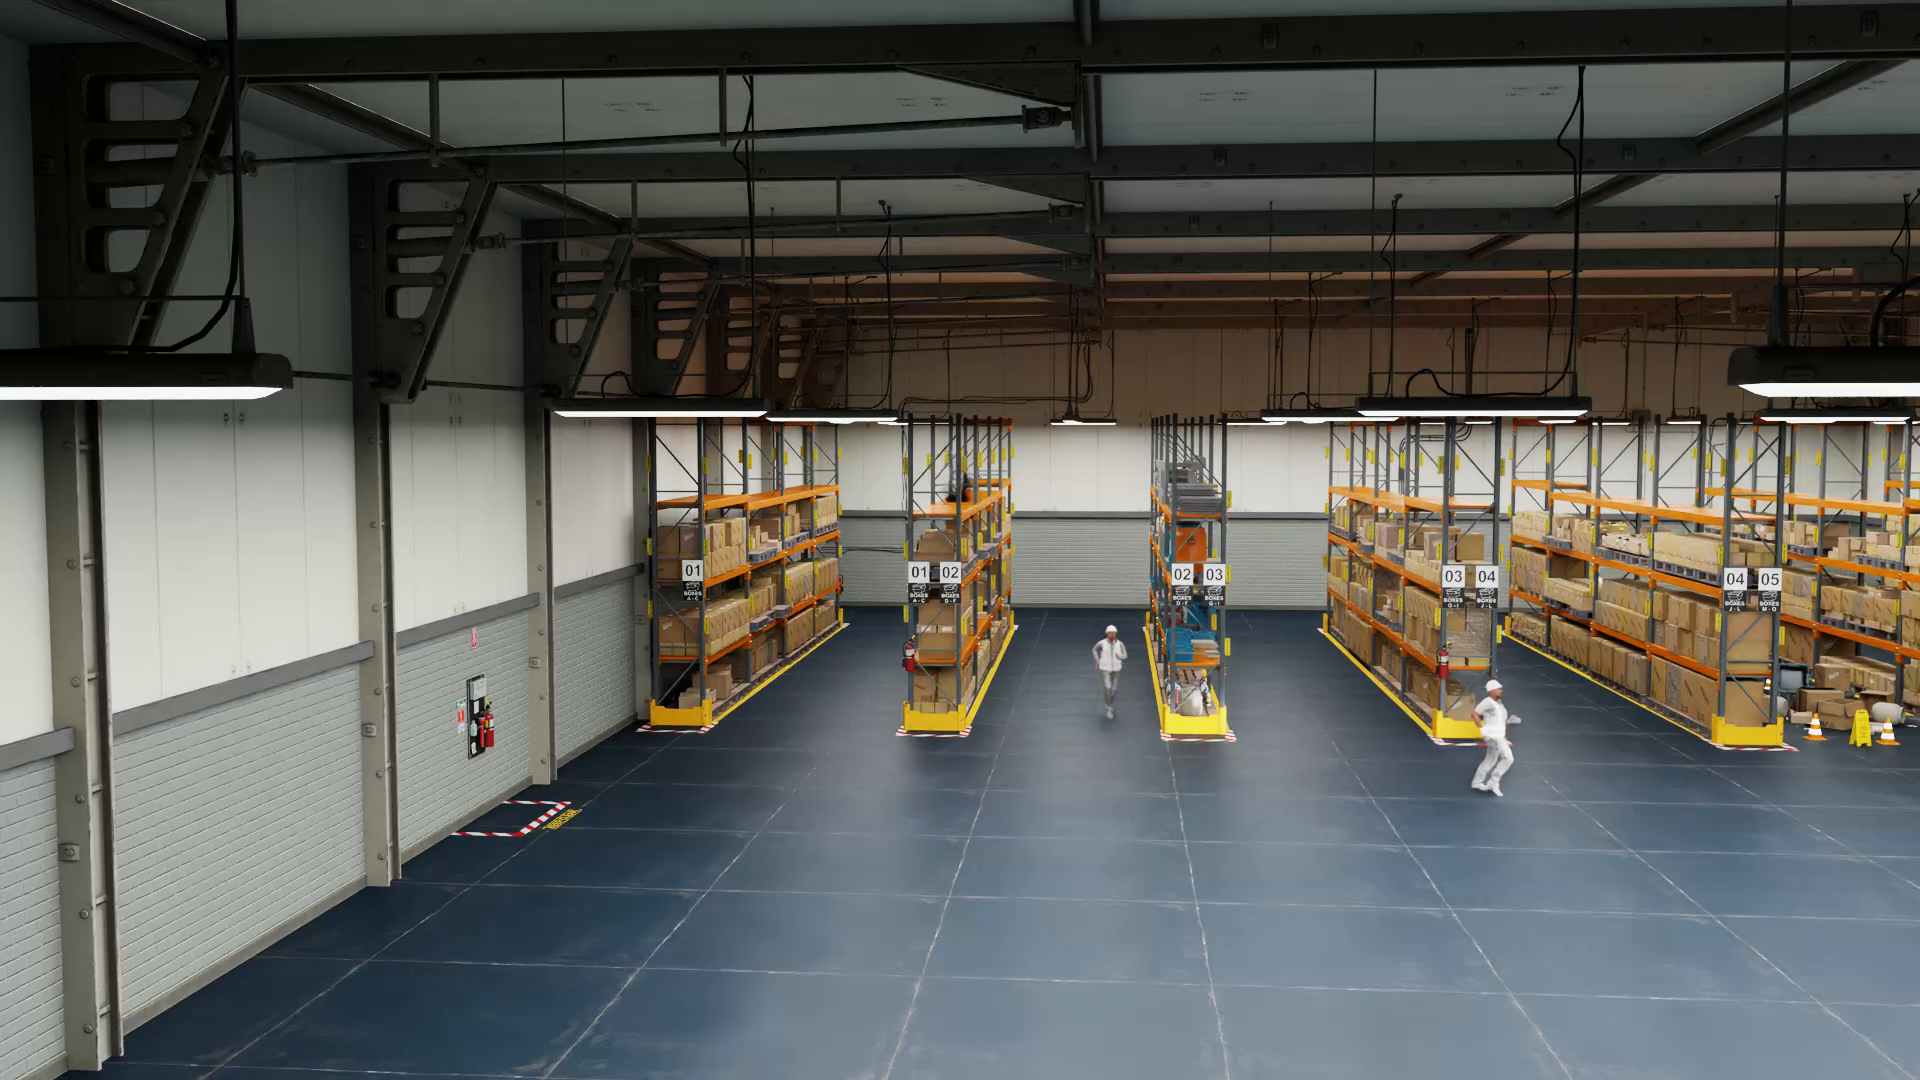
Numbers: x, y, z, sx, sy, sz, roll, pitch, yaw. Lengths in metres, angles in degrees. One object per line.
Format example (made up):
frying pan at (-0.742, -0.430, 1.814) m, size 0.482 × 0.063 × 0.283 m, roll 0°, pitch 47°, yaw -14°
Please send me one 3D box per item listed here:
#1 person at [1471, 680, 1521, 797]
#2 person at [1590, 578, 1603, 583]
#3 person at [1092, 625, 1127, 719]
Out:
person at (8.350, 3.090, 25.920) m, size 0.725 × 1.807 × 0.656 m, roll 2°, pitch 4°, yaw 26°
person at (18.033, 1.675, 47.164) m, size 0.954 × 1.770 × 0.709 m, roll 0°, pitch 4°, yaw 4°
person at (2.999, 2.595, 33.060) m, size 0.646 × 1.812 × 0.800 m, roll -1°, pitch 4°, yaw -11°
